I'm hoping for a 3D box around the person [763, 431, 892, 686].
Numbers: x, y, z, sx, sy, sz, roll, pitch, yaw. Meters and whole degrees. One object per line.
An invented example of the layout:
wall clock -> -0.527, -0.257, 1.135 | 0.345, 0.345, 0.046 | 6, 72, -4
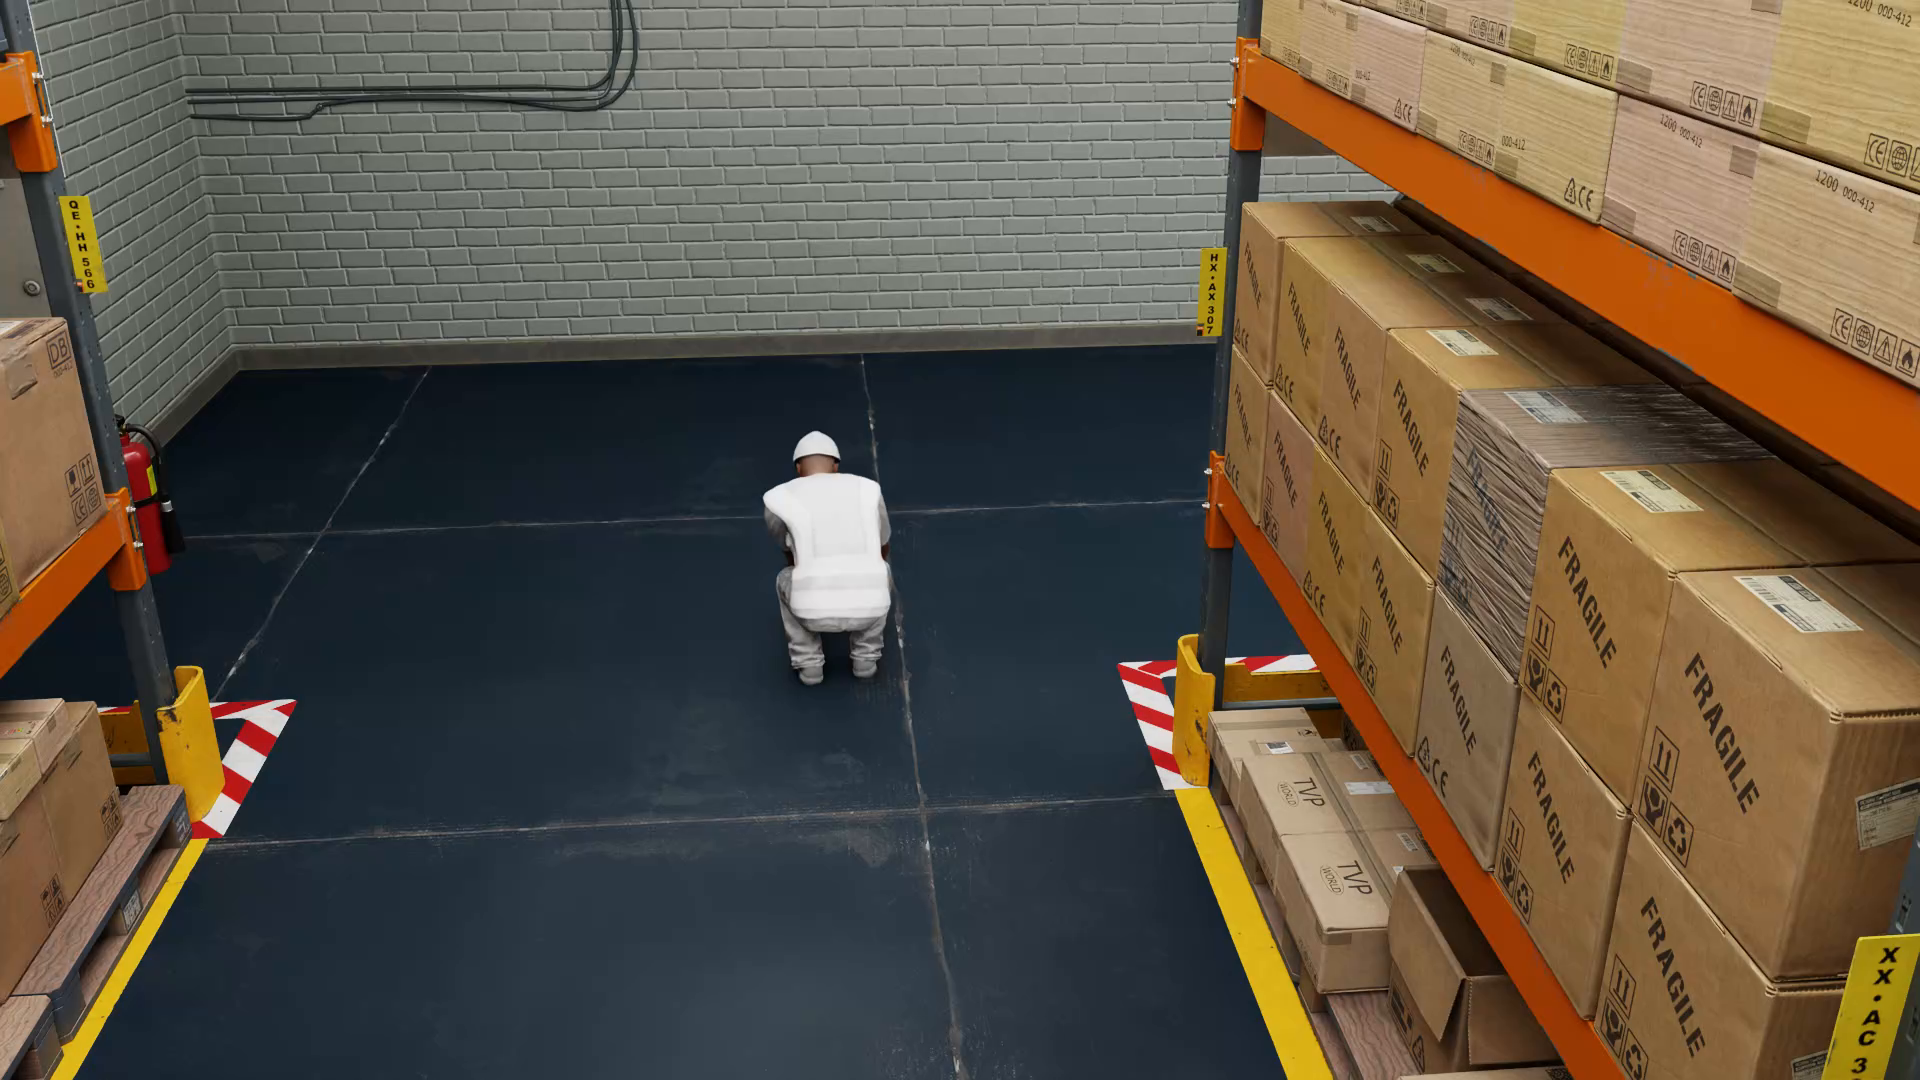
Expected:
person -> -0.578, 0.078, 7.400 | 0.567, 0.991, 0.895 | -2, 24, -5
